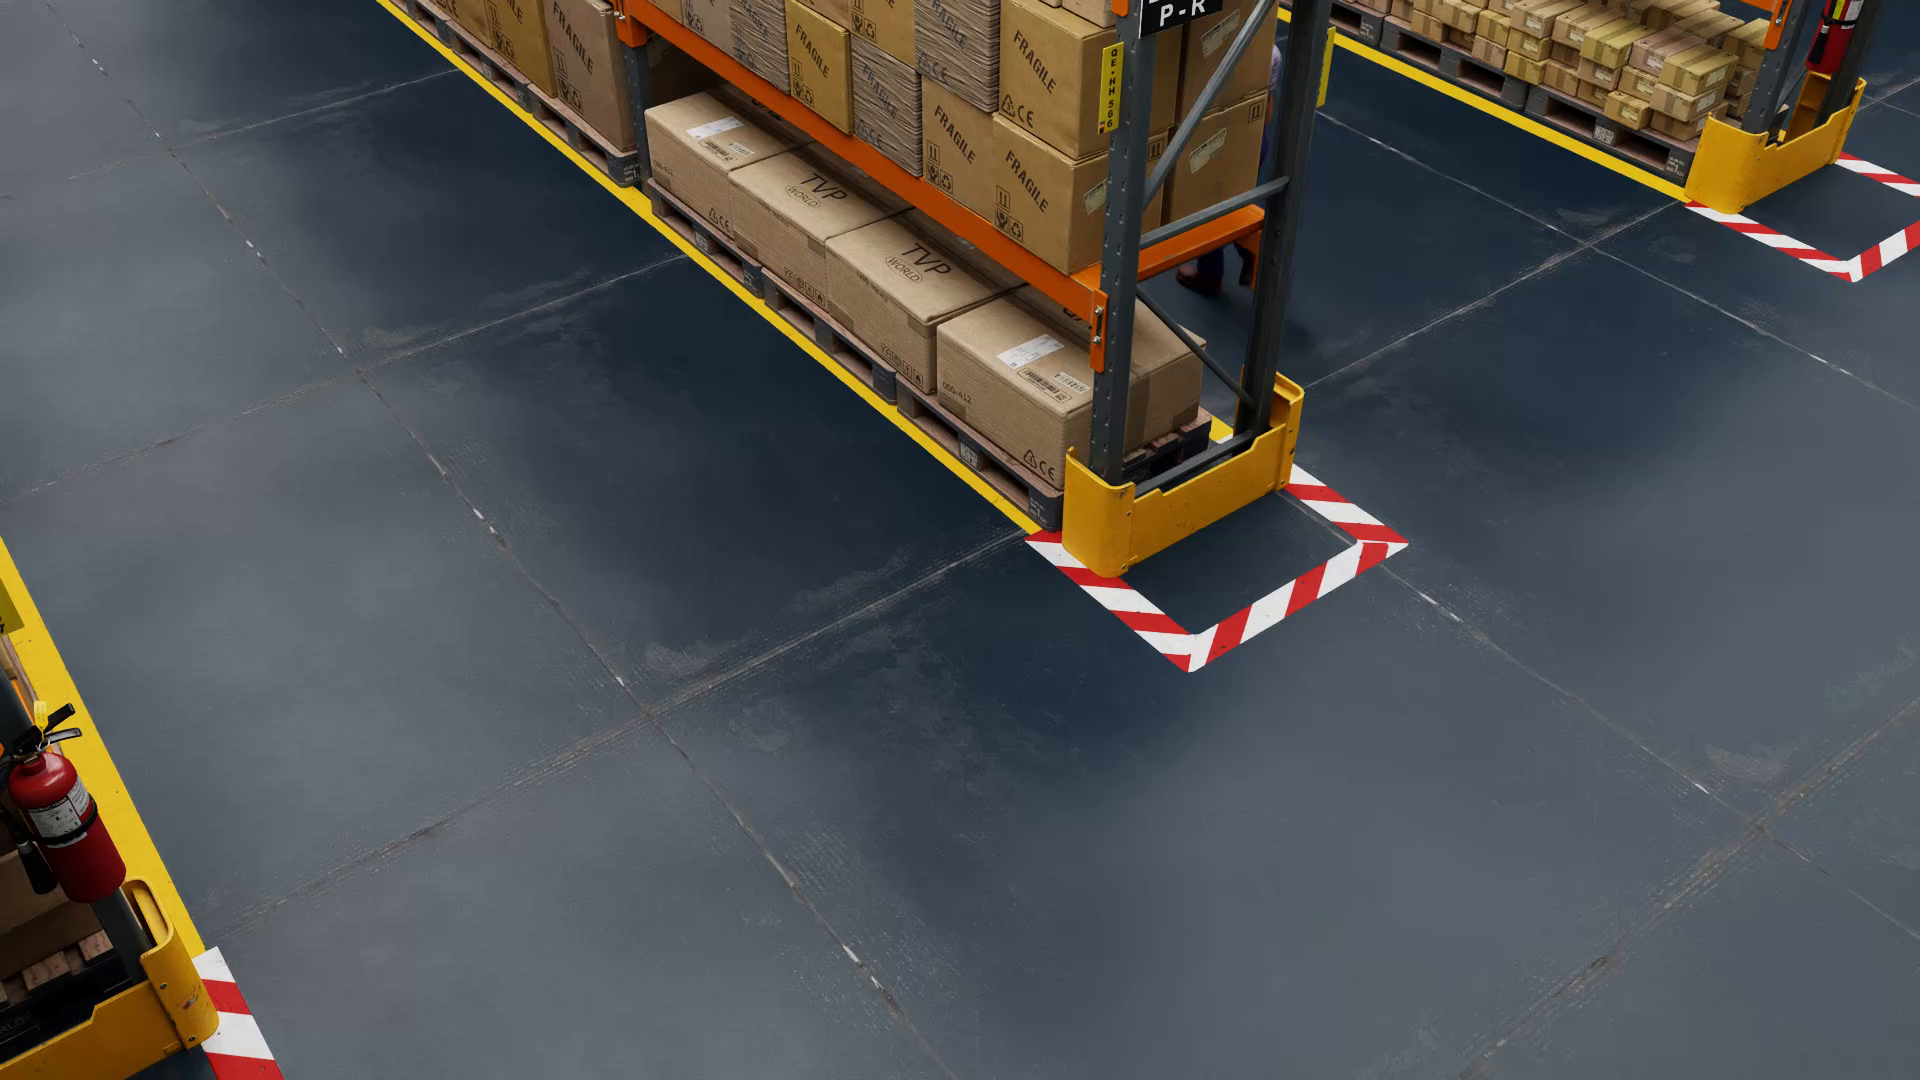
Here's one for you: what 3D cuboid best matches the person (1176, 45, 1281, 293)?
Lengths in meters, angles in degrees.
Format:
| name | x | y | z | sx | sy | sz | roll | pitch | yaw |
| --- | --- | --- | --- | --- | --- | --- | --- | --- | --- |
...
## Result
| name | x | y | z | sx | sy | sz | roll | pitch | yaw |
| --- | --- | --- | --- | --- | --- | --- | --- | --- | --- |
| person | 1.359 | -1.980 | 8.457 | 0.521 | 1.640 | 0.483 | -28 | 48 | -29 |
